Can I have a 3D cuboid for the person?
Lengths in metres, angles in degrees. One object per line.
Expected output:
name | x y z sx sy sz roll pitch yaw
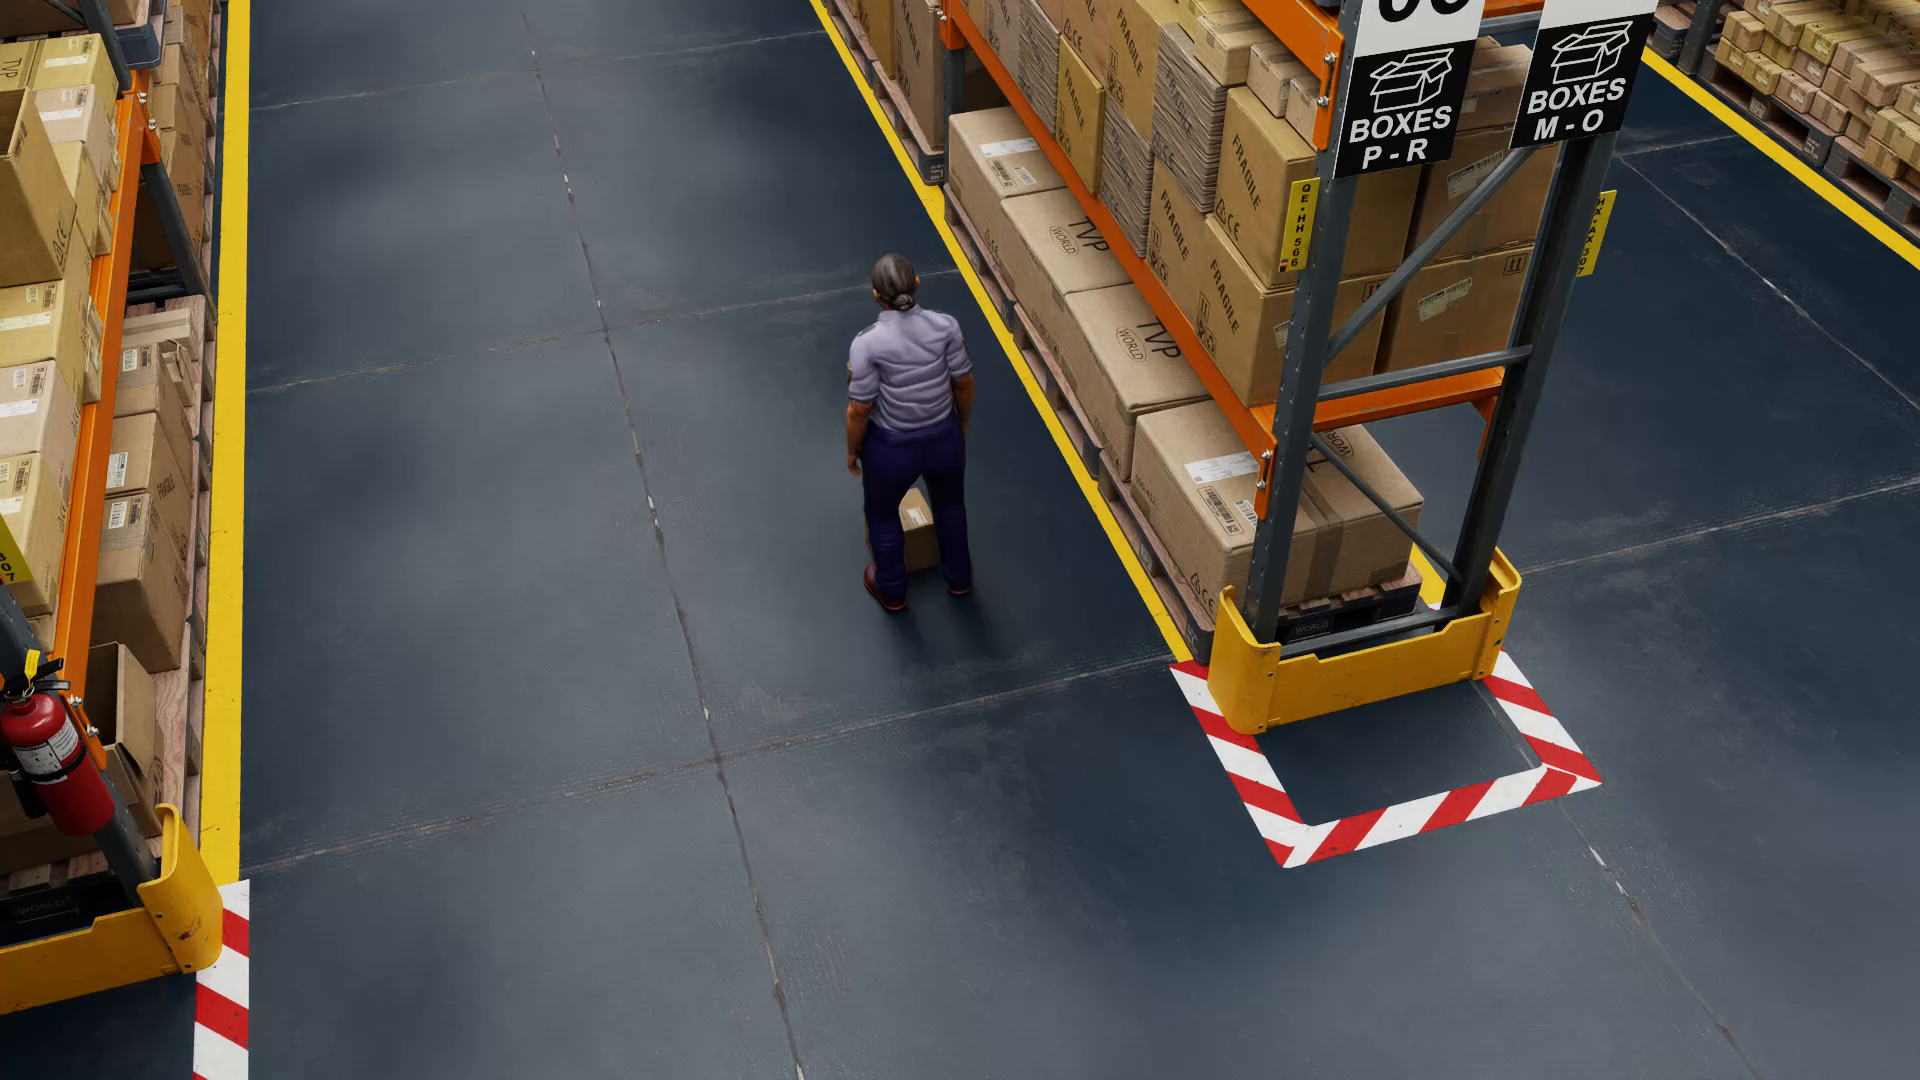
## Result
person | -0.186 -0.396 6.599 0.561 1.651 0.376 -15 44 -15
